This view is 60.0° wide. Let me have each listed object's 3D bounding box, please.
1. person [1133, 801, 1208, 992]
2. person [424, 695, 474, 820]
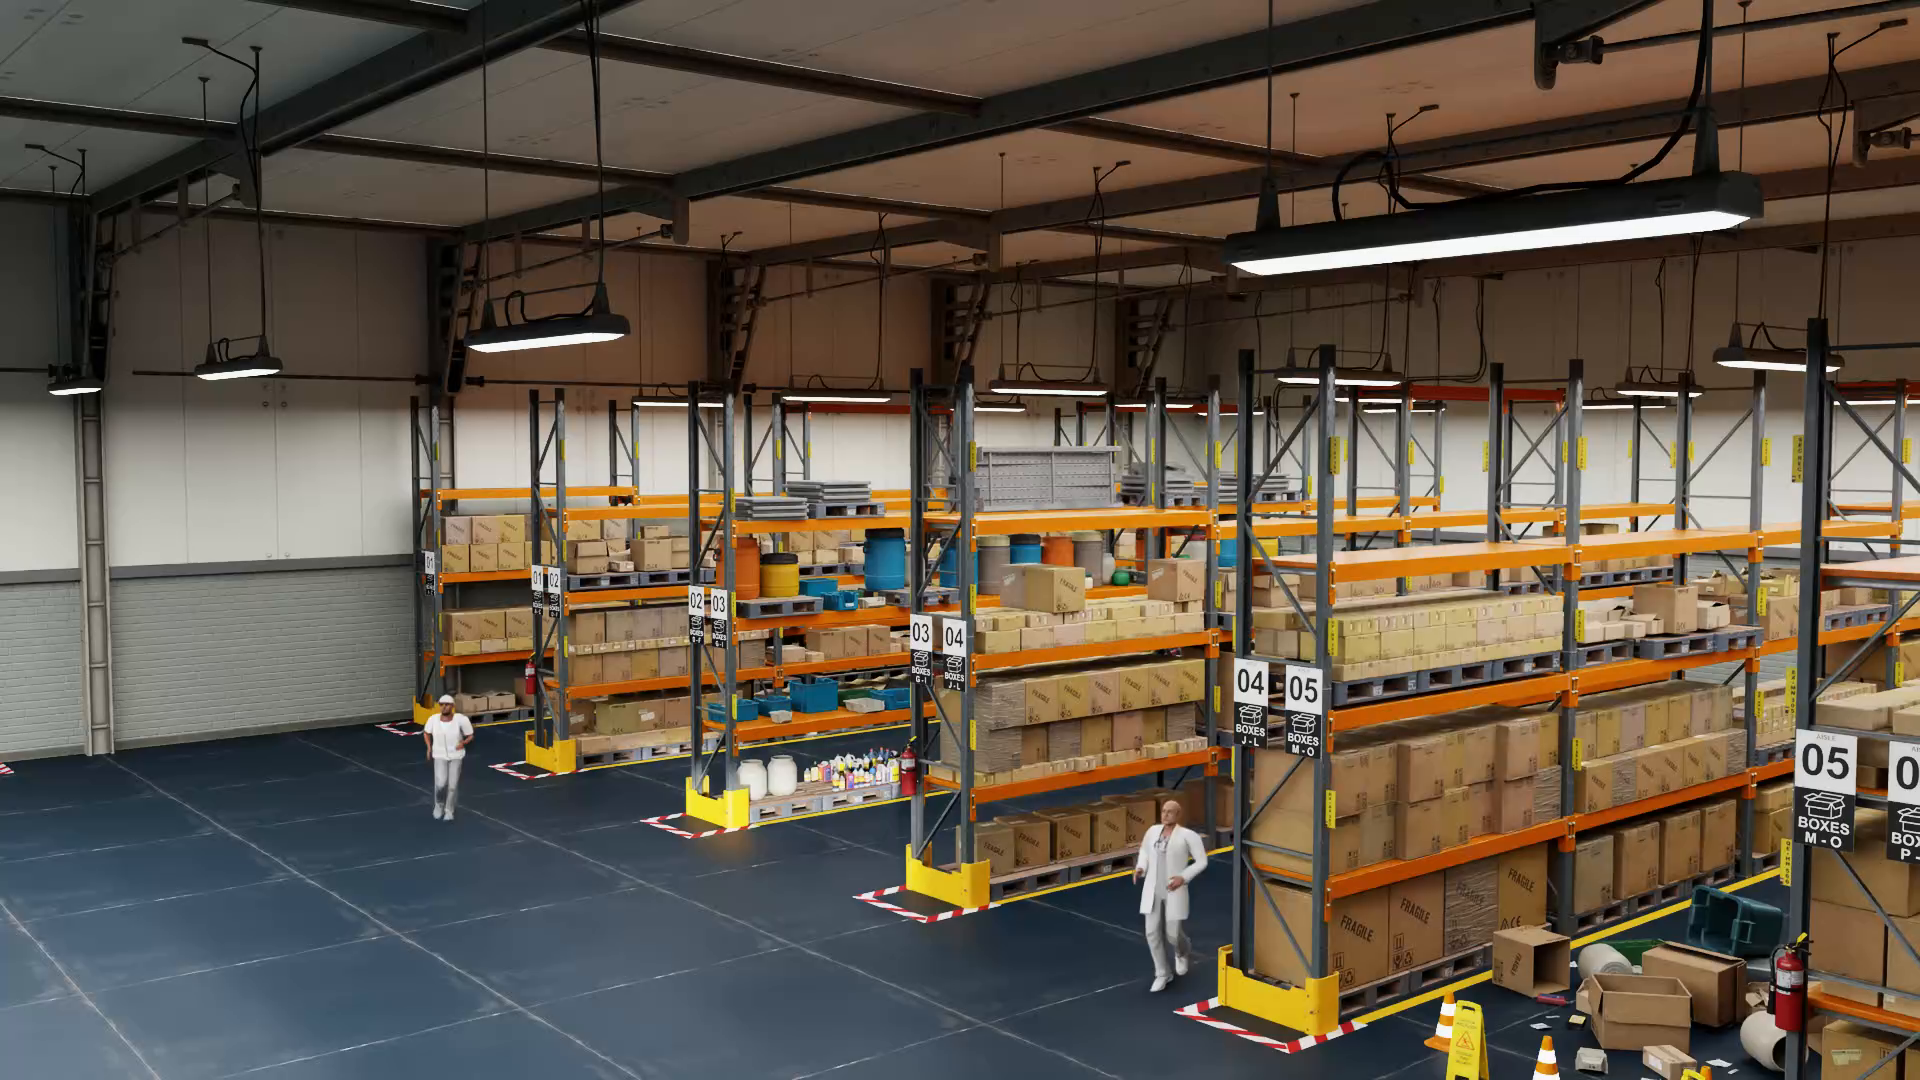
[{"bbox_3d":[2.007,3.377,15.907,0.731,1.780,0.732,2,4,28],"label":"person"},{"bbox_3d":[-6.937,2.959,22.543,0.676,1.728,0.614,-1,3,-12],"label":"person"}]
